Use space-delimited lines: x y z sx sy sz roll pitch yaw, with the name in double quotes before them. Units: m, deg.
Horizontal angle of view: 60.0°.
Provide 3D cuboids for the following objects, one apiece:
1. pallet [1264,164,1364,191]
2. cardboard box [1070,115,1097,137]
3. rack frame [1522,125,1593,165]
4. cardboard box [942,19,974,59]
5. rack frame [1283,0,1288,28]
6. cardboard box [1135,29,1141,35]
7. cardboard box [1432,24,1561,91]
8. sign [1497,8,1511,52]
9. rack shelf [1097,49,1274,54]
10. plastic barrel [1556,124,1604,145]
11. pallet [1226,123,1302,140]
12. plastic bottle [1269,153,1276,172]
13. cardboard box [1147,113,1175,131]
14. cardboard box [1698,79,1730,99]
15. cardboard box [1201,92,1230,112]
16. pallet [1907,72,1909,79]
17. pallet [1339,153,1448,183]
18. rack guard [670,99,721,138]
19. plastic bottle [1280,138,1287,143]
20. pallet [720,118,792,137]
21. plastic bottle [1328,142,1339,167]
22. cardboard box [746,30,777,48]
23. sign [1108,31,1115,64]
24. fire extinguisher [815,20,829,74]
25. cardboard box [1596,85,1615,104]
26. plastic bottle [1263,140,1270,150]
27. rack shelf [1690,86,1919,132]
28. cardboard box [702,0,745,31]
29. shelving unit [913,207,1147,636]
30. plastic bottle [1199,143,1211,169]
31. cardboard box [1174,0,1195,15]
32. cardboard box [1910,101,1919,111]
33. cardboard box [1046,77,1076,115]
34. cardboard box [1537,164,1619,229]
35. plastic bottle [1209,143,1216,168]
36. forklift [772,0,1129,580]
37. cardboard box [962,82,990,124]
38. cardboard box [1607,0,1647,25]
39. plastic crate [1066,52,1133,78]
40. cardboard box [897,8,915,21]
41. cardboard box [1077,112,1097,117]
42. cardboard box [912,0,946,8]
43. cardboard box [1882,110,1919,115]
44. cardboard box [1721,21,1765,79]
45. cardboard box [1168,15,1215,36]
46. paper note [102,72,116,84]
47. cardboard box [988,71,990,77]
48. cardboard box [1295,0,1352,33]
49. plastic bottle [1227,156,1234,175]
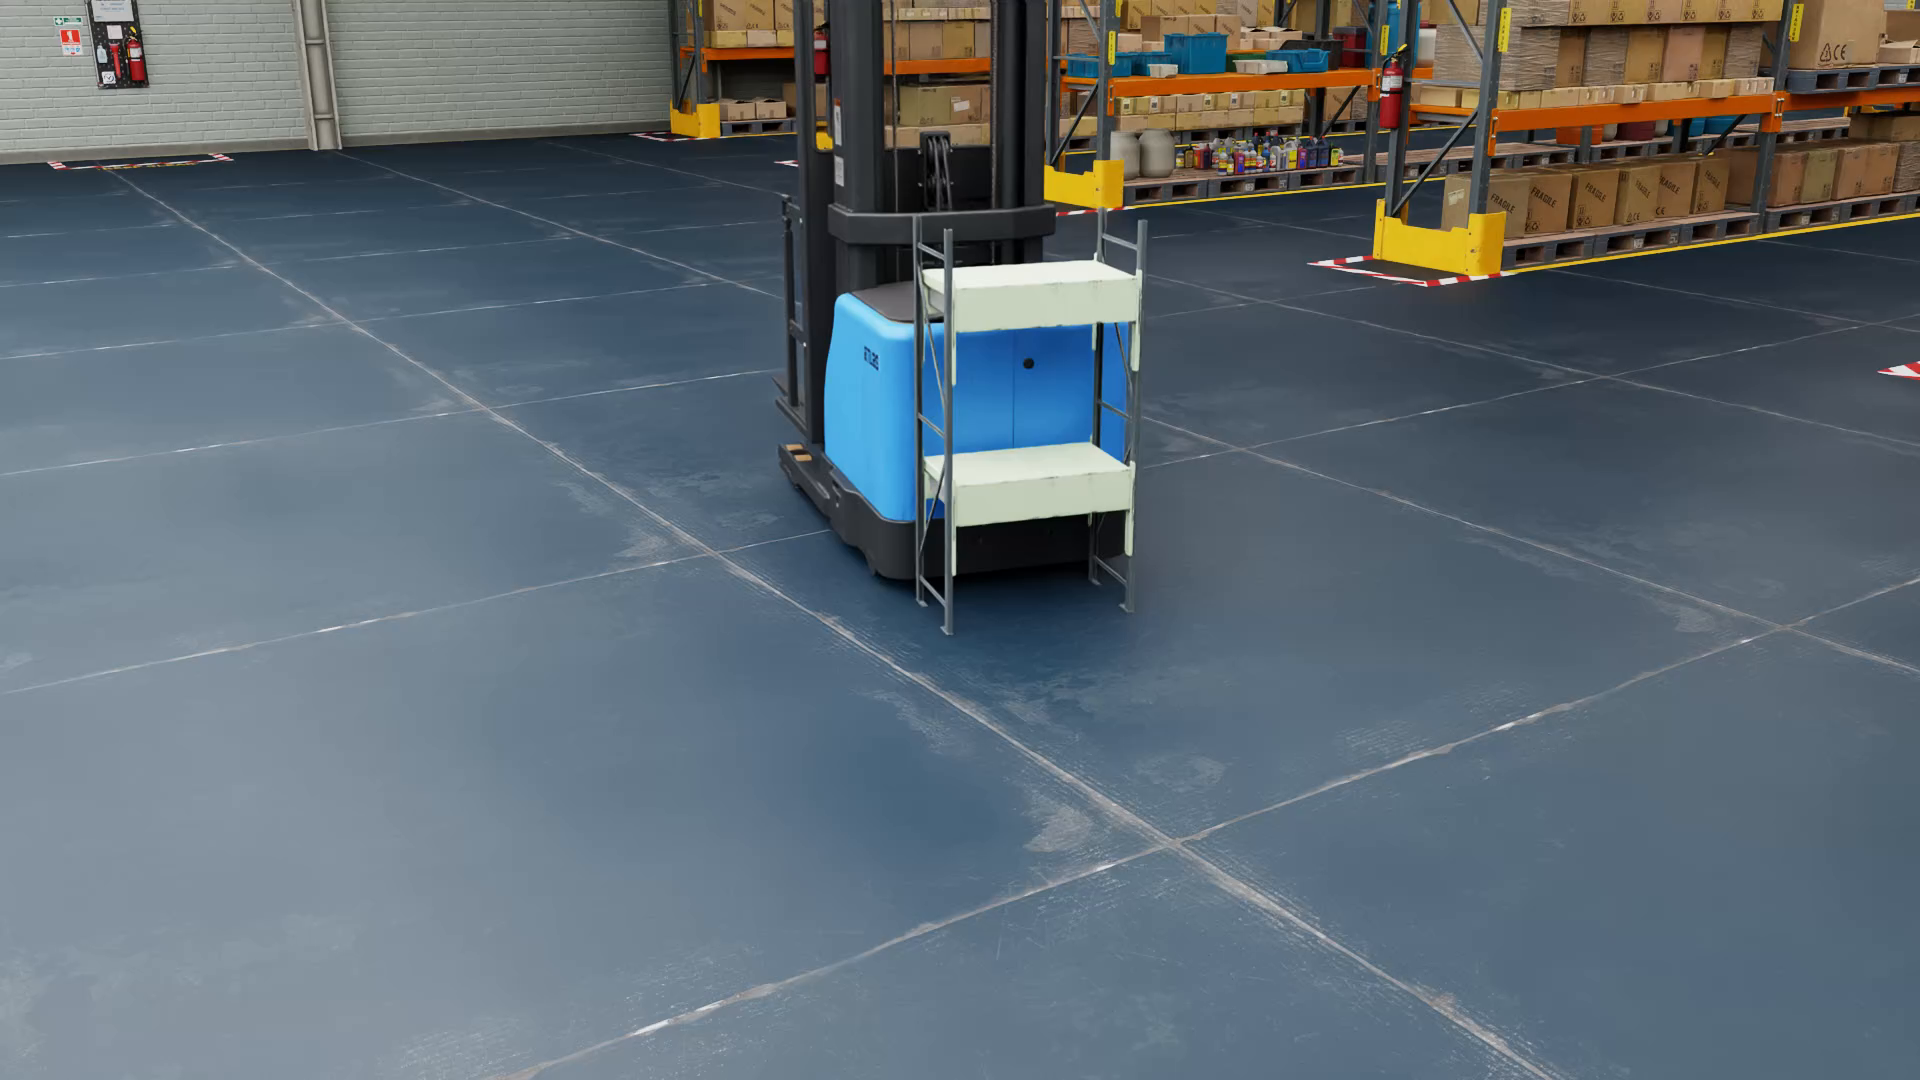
"pallet" 4.019 -4.355 19.797 1.213 0.211 1.003 -12 22 -31
"cardboard box" 1.615 -5.865 23.547 0.500 0.250 0.500 -12 22 -31
"rack frame" 7.944 -6.488 21.751 0.127 3.000 1.000 -12 22 -31
"cardboard box" -0.208 -6.710 22.253 0.500 0.500 0.700 -12 22 -31
"rack frame" 5.836 -9.842 31.674 0.127 3.000 1.000 -12 22 -31
"cardboard box" 3.112 -9.066 29.739 0.250 0.149 0.380 -12 22 -31
"cardboard box" 4.461 -4.032 13.866 0.500 0.500 0.875 -12 22 -31
"sign" 4.285 -4.019 13.097 0.005 0.325 0.100 -12 22 -31
"rack shelf" 3.552 -7.120 24.746 4.000 0.370 1.077 -12 22 -31
"plastic barrel" 8.343 -5.749 22.300 0.708 0.830 0.600 -12 22 -31
"pallet" 4.513 -6.358 25.721 1.213 0.211 1.003 -12 22 -31
"plastic bottle" 3.572 -4.329 19.049 0.097 0.201 0.097 0 19 0
"cardboard box" 2.782 -6.100 24.241 0.500 0.250 0.500 -11 22 -30
"cardboard box" 6.706 -4.080 15.020 0.250 0.149 0.380 -12 22 -31
"cardboard box" 3.647 -6.548 24.692 0.500 0.311 0.500 -11 22 -30
"pallet" 10.131 -4.918 17.408 1.003 0.211 1.213 -12 22 -31
"pallet" 5.237 -4.611 20.554 1.213 0.211 1.003 -12 22 -31
"rack guard" -4.123 -6.558 25.862 0.348 0.500 1.175 -12 22 -31
"plastic bottle" 3.841 -4.698 20.024 0.135 0.276 0.152 -11 22 -29
"pallet" -3.425 -6.555 26.303 1.213 0.211 1.003 -12 22 -31
"plastic bottle" 4.382 -4.532 19.520 0.133 0.283 0.061 -11 21 -29
"cardboard box" -3.179 -7.763 25.727 0.500 0.250 0.500 -13 22 -33
"sign" 1.561 -5.062 17.102 0.005 0.325 0.100 -12 22 -31
"fire extinguisher" -1.813 -6.471 21.823 0.183 0.674 0.296 -12 22 -31
"cardboard box" 5.396 -3.843 14.321 0.250 0.149 0.380 -12 22 -31
"plastic bottle" 3.646 -4.610 19.771 0.097 0.271 0.097 0 19 0
"rack shelf" 8.997 -4.470 16.906 4.000 0.370 1.077 -12 22 -31
"cardboard box" -3.623 -8.026 25.333 0.500 0.500 0.500 -12 22 -31
"shelving unit" 0.248 -0.450 6.235 0.755 1.500 0.431 -6 20 -17
"plastic bottle" 2.839 -4.450 19.277 0.133 0.283 0.061 -12 22 -31
"cardboard box" 3.899 -9.529 30.097 0.500 0.500 0.500 -12 22 -32
"cardboard box" 11.255 -4.471 18.449 0.875 0.875 1.225 -13 23 -34
"cardboard box" 1.322 -6.362 23.848 0.500 0.500 0.500 -12 22 -31
"cardboard box" 5.531 -3.094 14.960 0.500 0.500 0.500 -10 21 -26
"plastic bottle" 2.896 -4.499 19.435 0.135 0.276 0.152 -13 22 -33
"forklift" -0.253 -1.667 7.599 1.130 2.935 3.031 -6 20 -17
"cardboard box" 0.365 -5.954 22.640 0.500 0.500 0.500 -12 22 -31
"cardboard box" 5.434 -4.614 14.028 0.500 0.500 0.500 -12 22 -31
"plastic crate" 1.516 -5.176 18.105 0.616 0.251 0.499 -12 22 -31
"cardboard box" -0.794 -6.818 21.558 0.250 0.149 0.380 -13 22 -33
"cardboard box" 2.069 -6.156 24.407 0.500 0.250 0.500 -12 22 -32
"cardboard box" -0.582 -7.248 21.820 0.500 0.500 0.700 -13 22 -33
"cardboard box" 10.124 -4.416 17.670 0.500 0.250 0.500 -11 22 -29
"cardboard box" 6.917 -4.584 15.500 0.500 0.500 0.875 -12 22 -31
"cardboard box" 3.390 -7.468 24.495 0.500 0.500 0.500 -12 22 -31
"paper note" -11.359 -6.171 22.191 0.142 0.148 0.016 -12 22 -31
"cardboard box" 0.558 -8.118 28.618 0.500 0.250 0.500 -13 22 -33
"cardboard box" 5.686 -8.201 26.006 0.700 0.500 0.500 14 23 35
"plastic bottle" 3.034 -4.216 18.713 0.097 0.201 0.097 0 19 0
